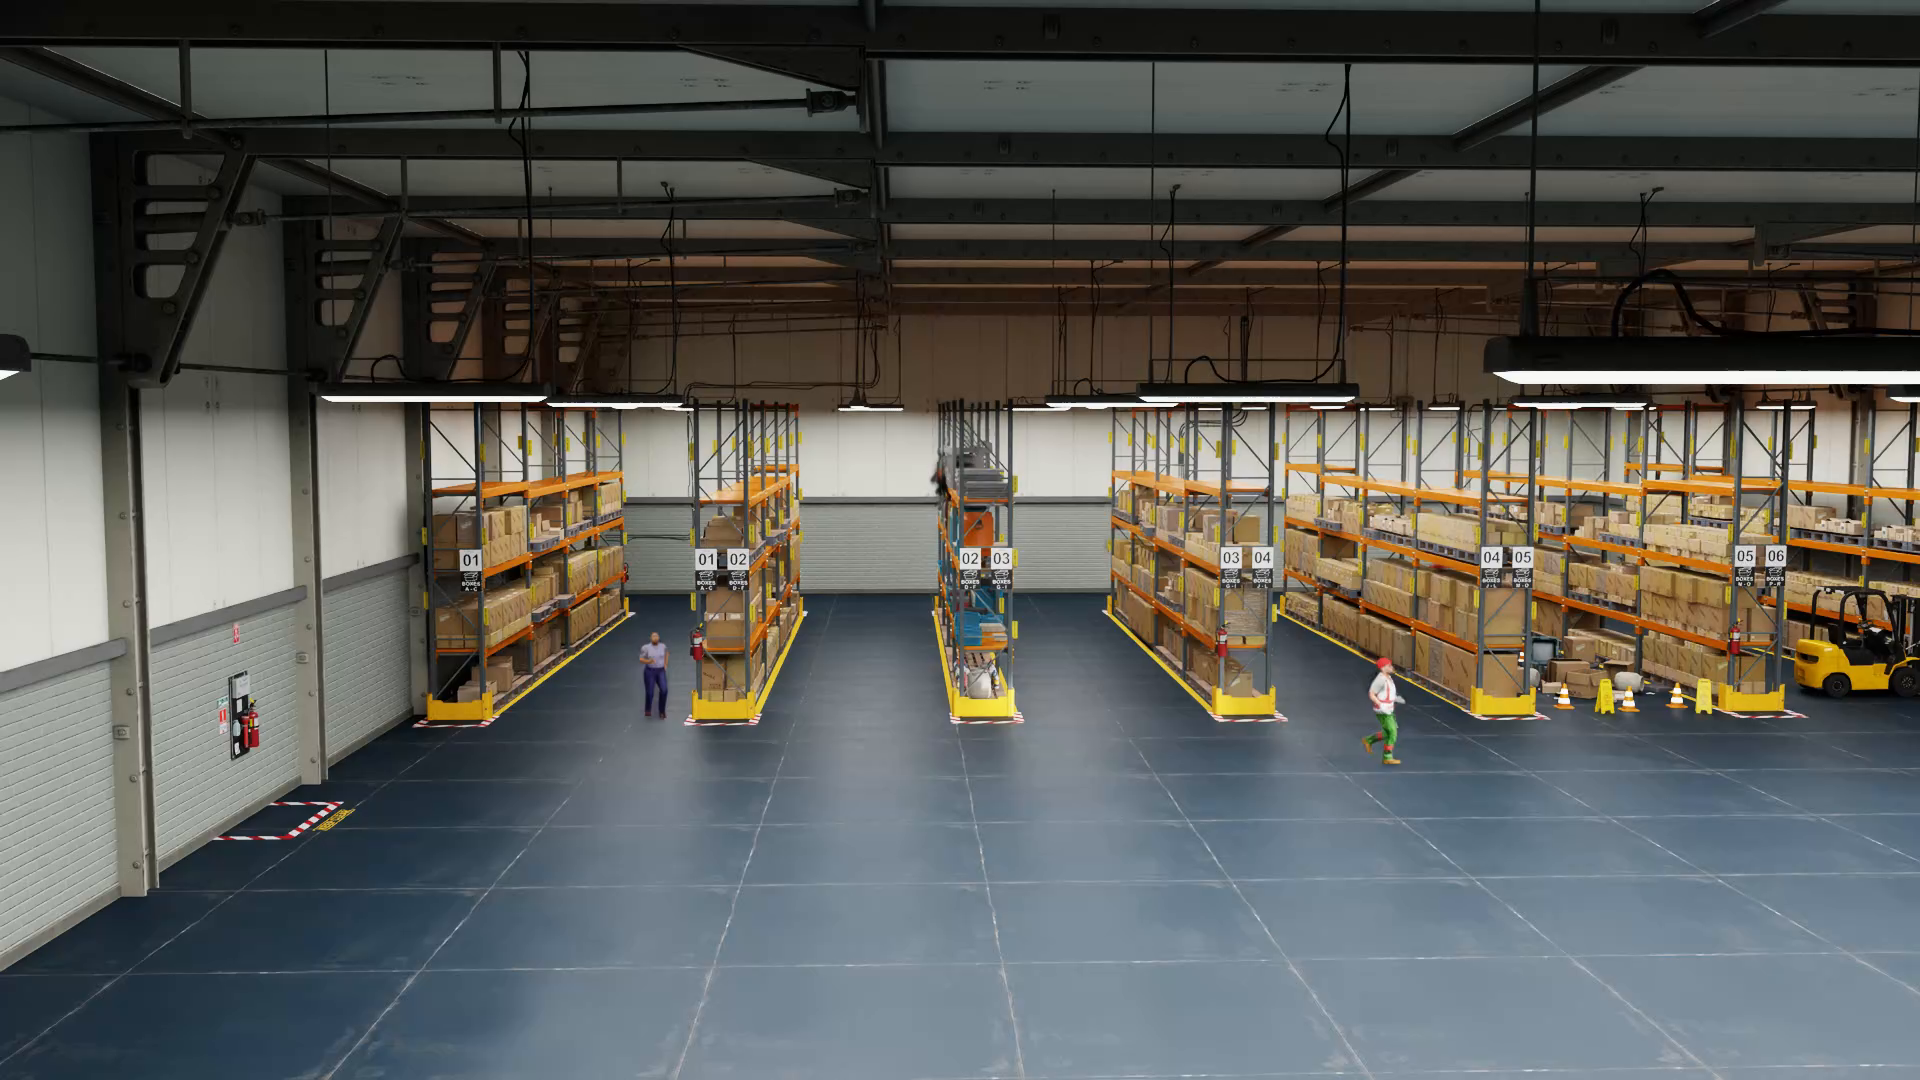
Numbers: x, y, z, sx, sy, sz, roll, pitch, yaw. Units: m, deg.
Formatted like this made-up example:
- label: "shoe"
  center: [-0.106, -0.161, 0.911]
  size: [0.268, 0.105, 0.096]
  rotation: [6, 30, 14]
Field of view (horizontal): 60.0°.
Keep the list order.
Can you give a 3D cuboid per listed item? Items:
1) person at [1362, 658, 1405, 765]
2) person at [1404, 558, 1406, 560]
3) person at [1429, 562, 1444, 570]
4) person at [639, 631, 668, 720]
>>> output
- label: "person"
  center: [6.891, 2.786, 27.174]
  size: [0.692, 1.747, 0.651]
  rotation: [3, 5, 31]
- label: "person"
  center: [12.017, 1.404, 45.149]
  size: [0.664, 1.852, 0.776]
  rotation: [-1, 5, -16]
- label: "person"
  center: [14.064, 1.152, 49.288]
  size: [0.638, 1.670, 0.684]
  rotation: [0, 4, 6]
- label: "person"
  center: [-5.712, 2.564, 31.164]
  size: [0.608, 1.705, 0.631]
  rotation: [-2, 5, -24]
